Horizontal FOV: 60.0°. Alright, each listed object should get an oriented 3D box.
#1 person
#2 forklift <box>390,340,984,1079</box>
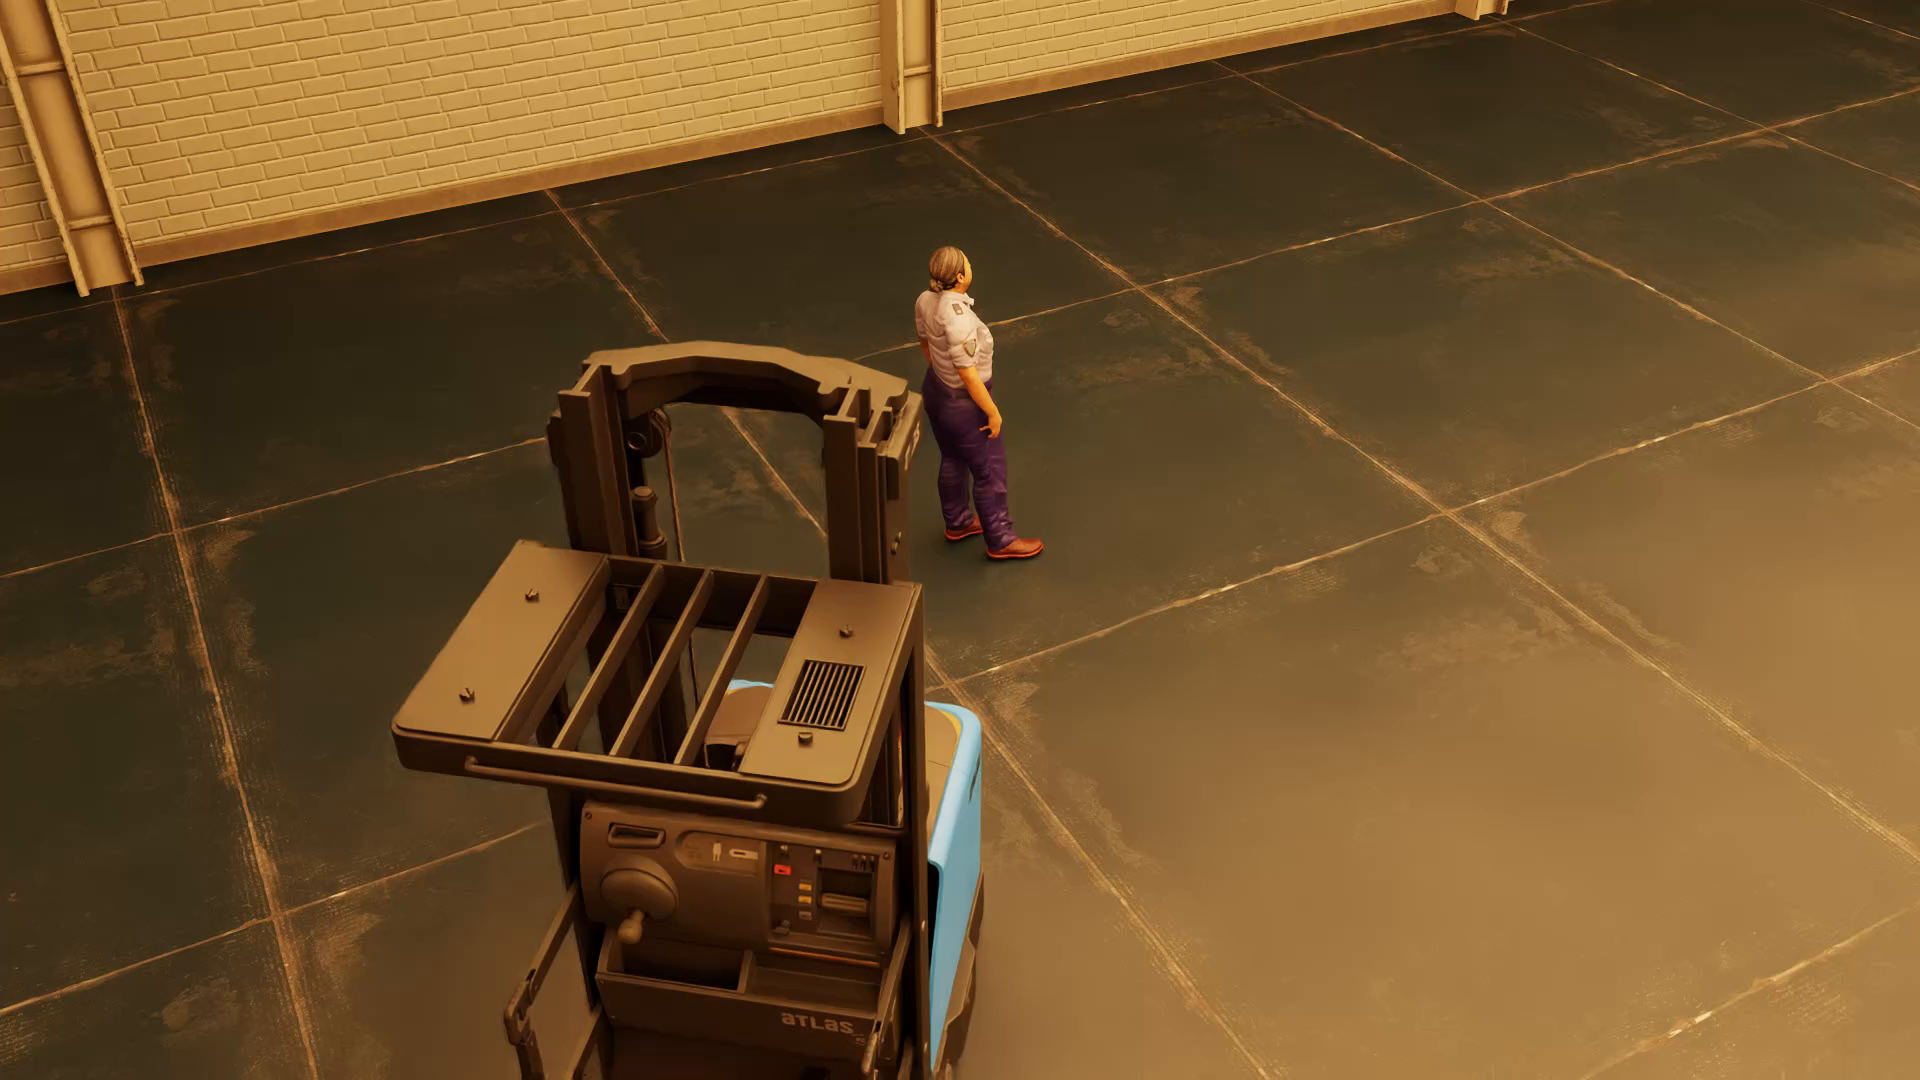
[{"bbox_3d":[0.089,-0.692,8.201,0.503,1.650,0.599,-17,39,-23],"label":"person"},{"bbox_3d":[-0.681,1.064,4.617,1.130,2.935,3.031,6,36,8],"label":"forklift"}]
